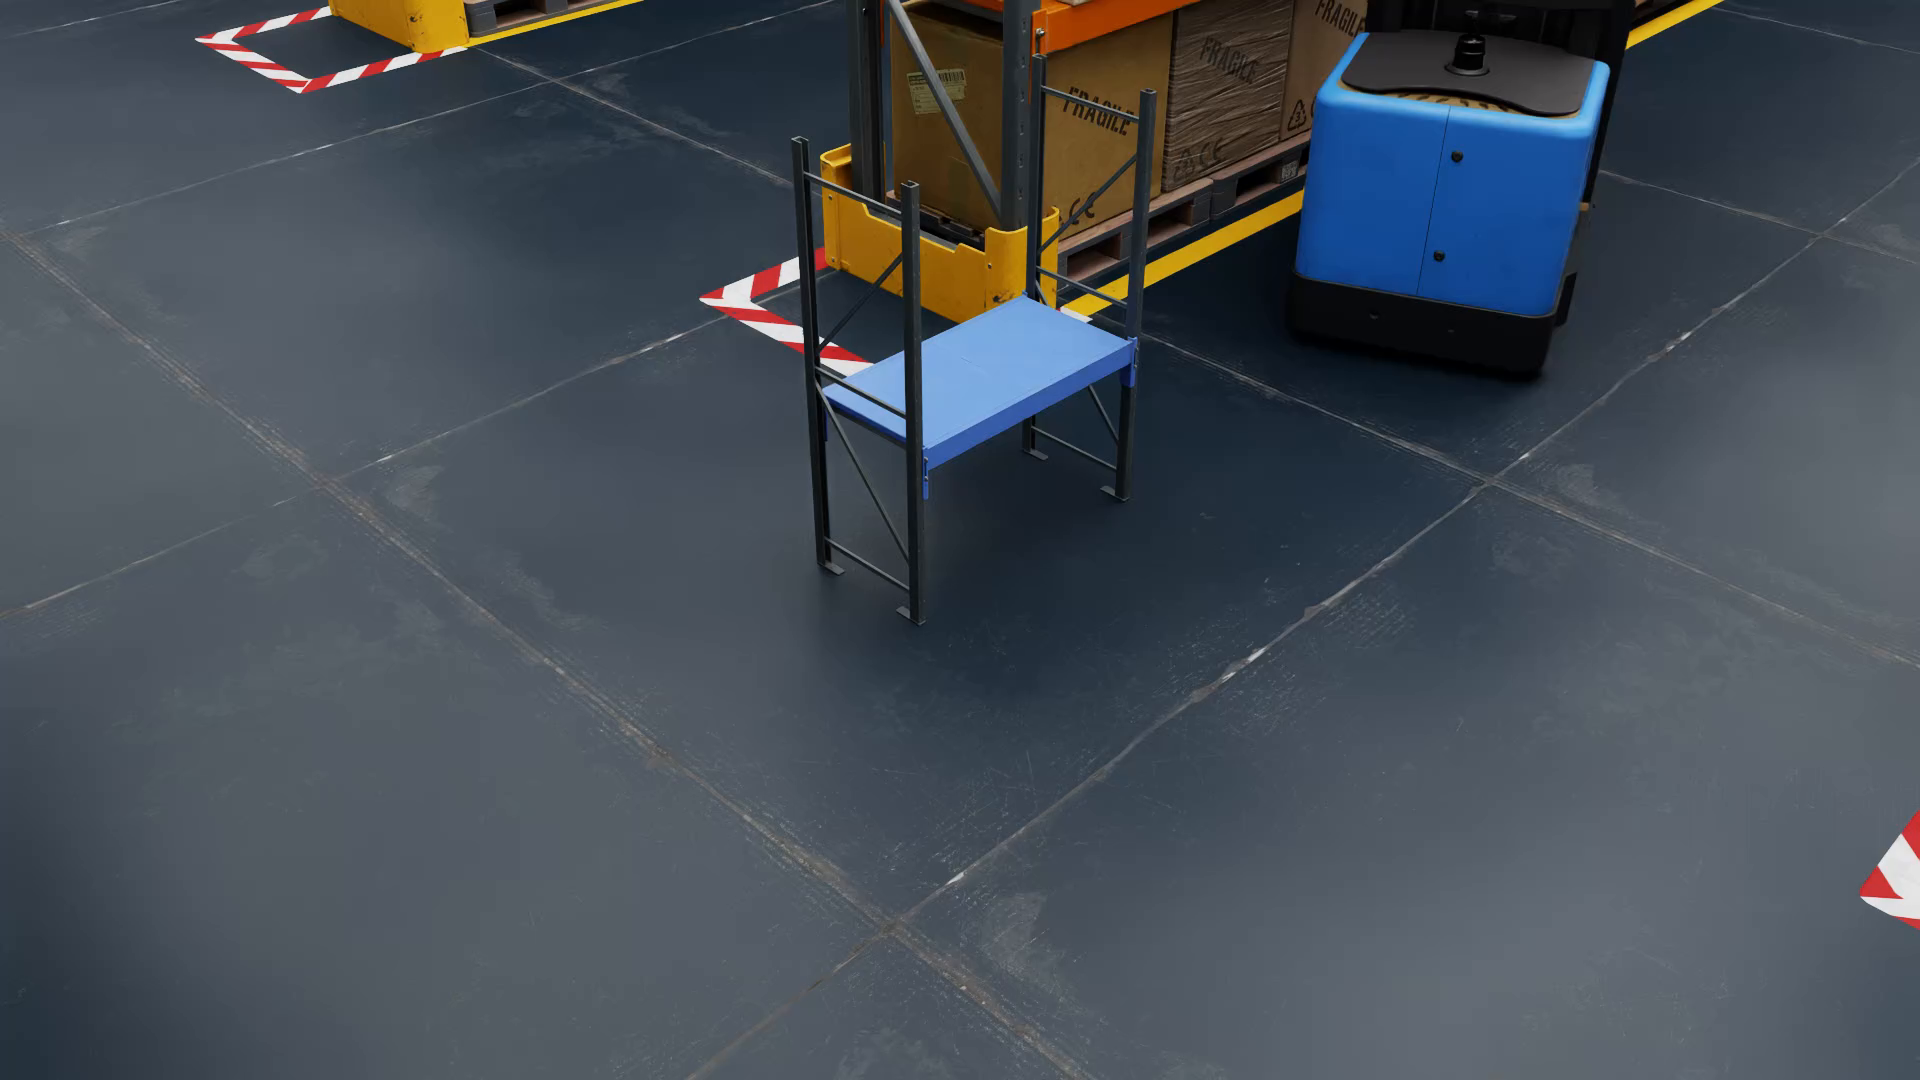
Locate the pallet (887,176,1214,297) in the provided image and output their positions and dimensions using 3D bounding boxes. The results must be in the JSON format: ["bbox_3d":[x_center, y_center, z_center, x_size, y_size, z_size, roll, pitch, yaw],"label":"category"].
[{"bbox_3d":[0.422,-1.555,7.795,1.003,0.211,1.213,30,45,35],"label":"pallet"}]

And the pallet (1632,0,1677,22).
[{"bbox_3d":[4.082,-3.664,10.819,1.003,0.211,1.213,30,45,35],"label":"pallet"}]

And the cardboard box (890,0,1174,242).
[{"bbox_3d":[0.308,-1.935,7.393,0.875,0.875,0.875,30,45,35],"label":"cardboard box"}]

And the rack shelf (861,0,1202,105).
[{"bbox_3d":[1.323,-2.859,7.857,1.077,0.370,4.000,30,45,35],"label":"rack shelf"}]

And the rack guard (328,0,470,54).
[{"bbox_3d":[-3.481,-3.388,10.171,1.175,0.500,0.348,30,45,35],"label":"rack guard"}]

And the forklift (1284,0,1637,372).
[{"bbox_3d":[2.391,-2.703,7.064,1.130,2.935,3.031,13,37,18],"label":"forklift"}]

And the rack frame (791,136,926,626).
[{"bbox_3d":[-0.298,-0.443,5.075,0.500,1.500,0.032,30,45,35],"label":"rack frame"}]

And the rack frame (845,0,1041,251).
[{"bbox_3d":[-0.086,-2.343,6.487,1.000,3.000,0.127,30,45,35],"label":"rack frame"}]

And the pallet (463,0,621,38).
[{"bbox_3d":[-2.883,-3.585,10.706,1.003,0.211,1.213,30,45,35],"label":"pallet"}]

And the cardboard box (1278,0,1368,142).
[{"bbox_3d":[1.577,-2.666,8.441,0.875,0.875,0.875,30,45,35],"label":"cardboard box"}]

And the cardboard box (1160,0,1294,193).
[{"bbox_3d":[0.950,-2.305,7.923,0.875,0.875,0.875,30,45,35],"label":"cardboard box"}]

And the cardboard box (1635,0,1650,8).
[{"bbox_3d":[3.798,-3.898,10.207,1.225,0.875,0.875,28,44,34],"label":"cardboard box"}]

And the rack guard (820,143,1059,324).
[{"bbox_3d":[-0.103,-1.307,7.188,1.175,0.500,0.348,30,45,35],"label":"rack guard"}]

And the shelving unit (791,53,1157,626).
[{"bbox_3d":[0.060,-0.650,5.371,0.538,1.500,1.048,30,45,35],"label":"shelving unit"}]

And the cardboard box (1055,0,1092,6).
[{"bbox_3d":[0.399,-2.251,6.574,0.250,0.149,0.380,-29,44,-35],"label":"cardboard box"}]

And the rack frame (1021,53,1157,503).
[{"bbox_3d":[0.418,-0.856,5.667,0.500,1.500,0.032,30,45,35],"label":"rack frame"}]

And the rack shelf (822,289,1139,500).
[{"bbox_3d":[0.060,-0.502,5.474,0.538,0.185,1.000,30,45,35],"label":"rack shelf"}]

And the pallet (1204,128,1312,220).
[{"bbox_3d":[1.282,-2.048,8.502,1.003,0.211,1.213,30,45,35],"label":"pallet"}]
